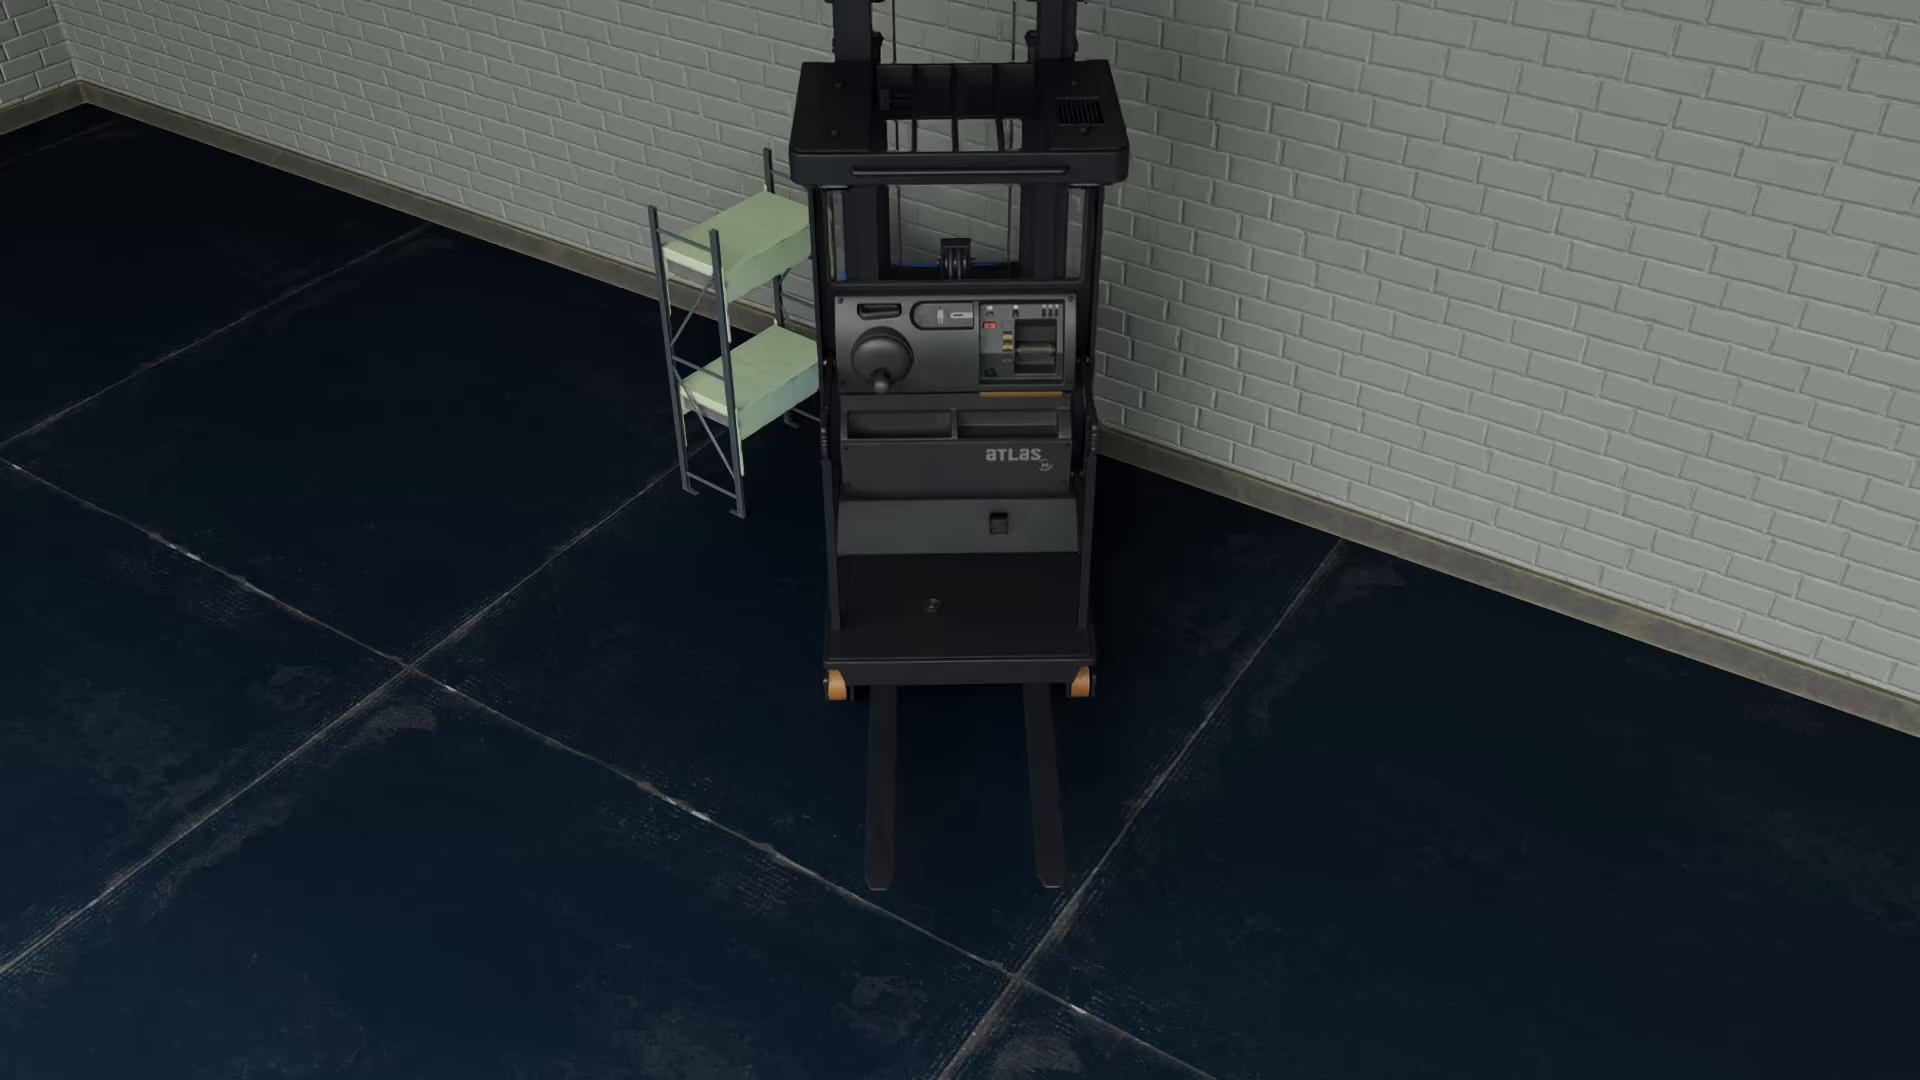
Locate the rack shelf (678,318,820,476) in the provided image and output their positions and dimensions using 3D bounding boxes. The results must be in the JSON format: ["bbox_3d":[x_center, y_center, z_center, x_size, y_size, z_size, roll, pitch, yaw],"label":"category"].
[{"bbox_3d":[-0.959,-0.693,7.955,0.431,0.370,0.720,25,44,29],"label":"rack shelf"}]

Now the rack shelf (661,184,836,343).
[{"bbox_3d":[-0.959,-1.261,7.518,0.431,0.370,0.720,25,44,29],"label":"rack shelf"}]

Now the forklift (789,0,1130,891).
[{"bbox_3d":[-0.009,-0.692,6.247,1.130,2.935,3.031,-1,38,-1],"label":"forklift"}]

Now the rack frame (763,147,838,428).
[{"bbox_3d":[-0.738,-1.130,7.987,0.400,1.500,0.023,25,44,29],"label":"rack frame"}]

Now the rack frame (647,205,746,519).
[{"bbox_3d":[-1.180,-0.773,7.525,0.400,1.500,0.023,25,44,29],"label":"rack frame"}]

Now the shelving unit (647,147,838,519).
[{"bbox_3d":[-0.959,-0.951,7.756,0.431,1.500,0.755,25,44,29],"label":"shelving unit"}]
